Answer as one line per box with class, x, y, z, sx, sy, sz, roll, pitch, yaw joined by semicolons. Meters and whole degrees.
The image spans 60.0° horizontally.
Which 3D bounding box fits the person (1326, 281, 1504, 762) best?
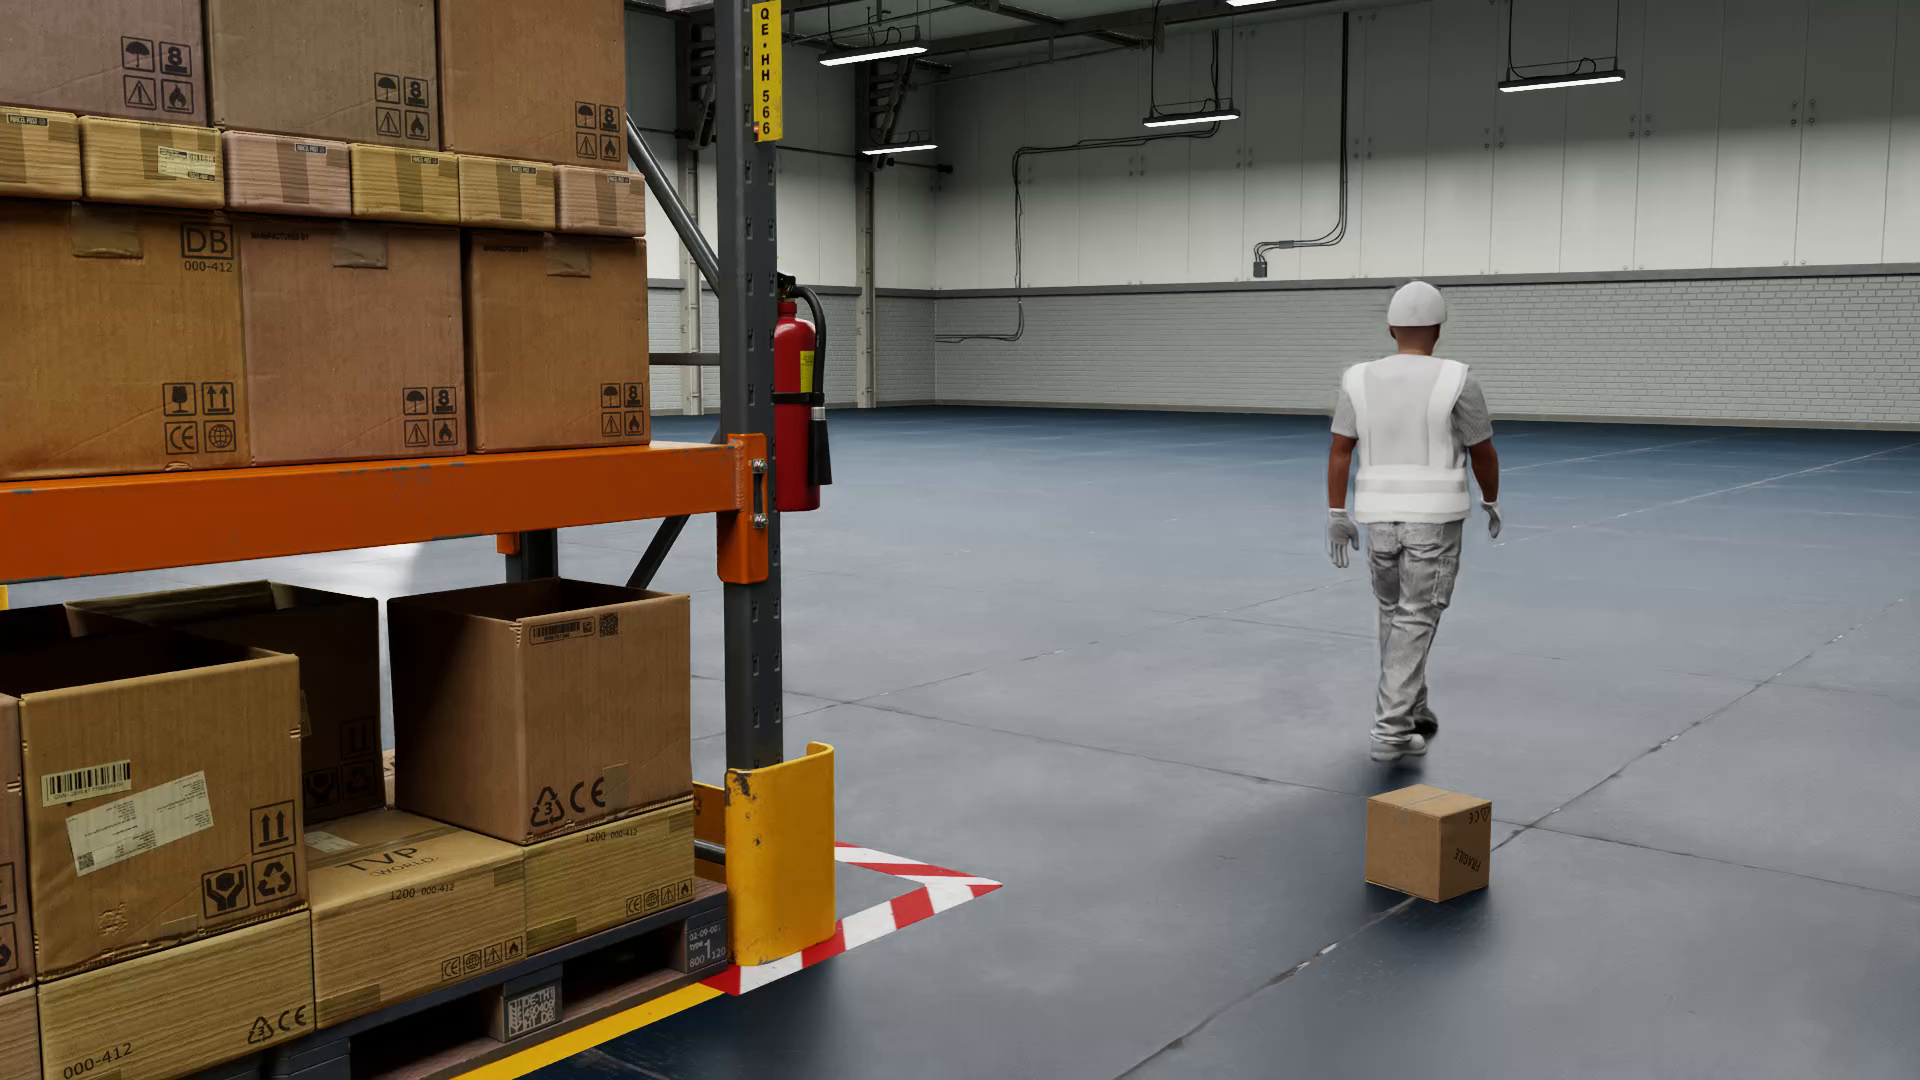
person;1.752;-0.081;6.303;0.567;1.774;0.904;5;8;38
